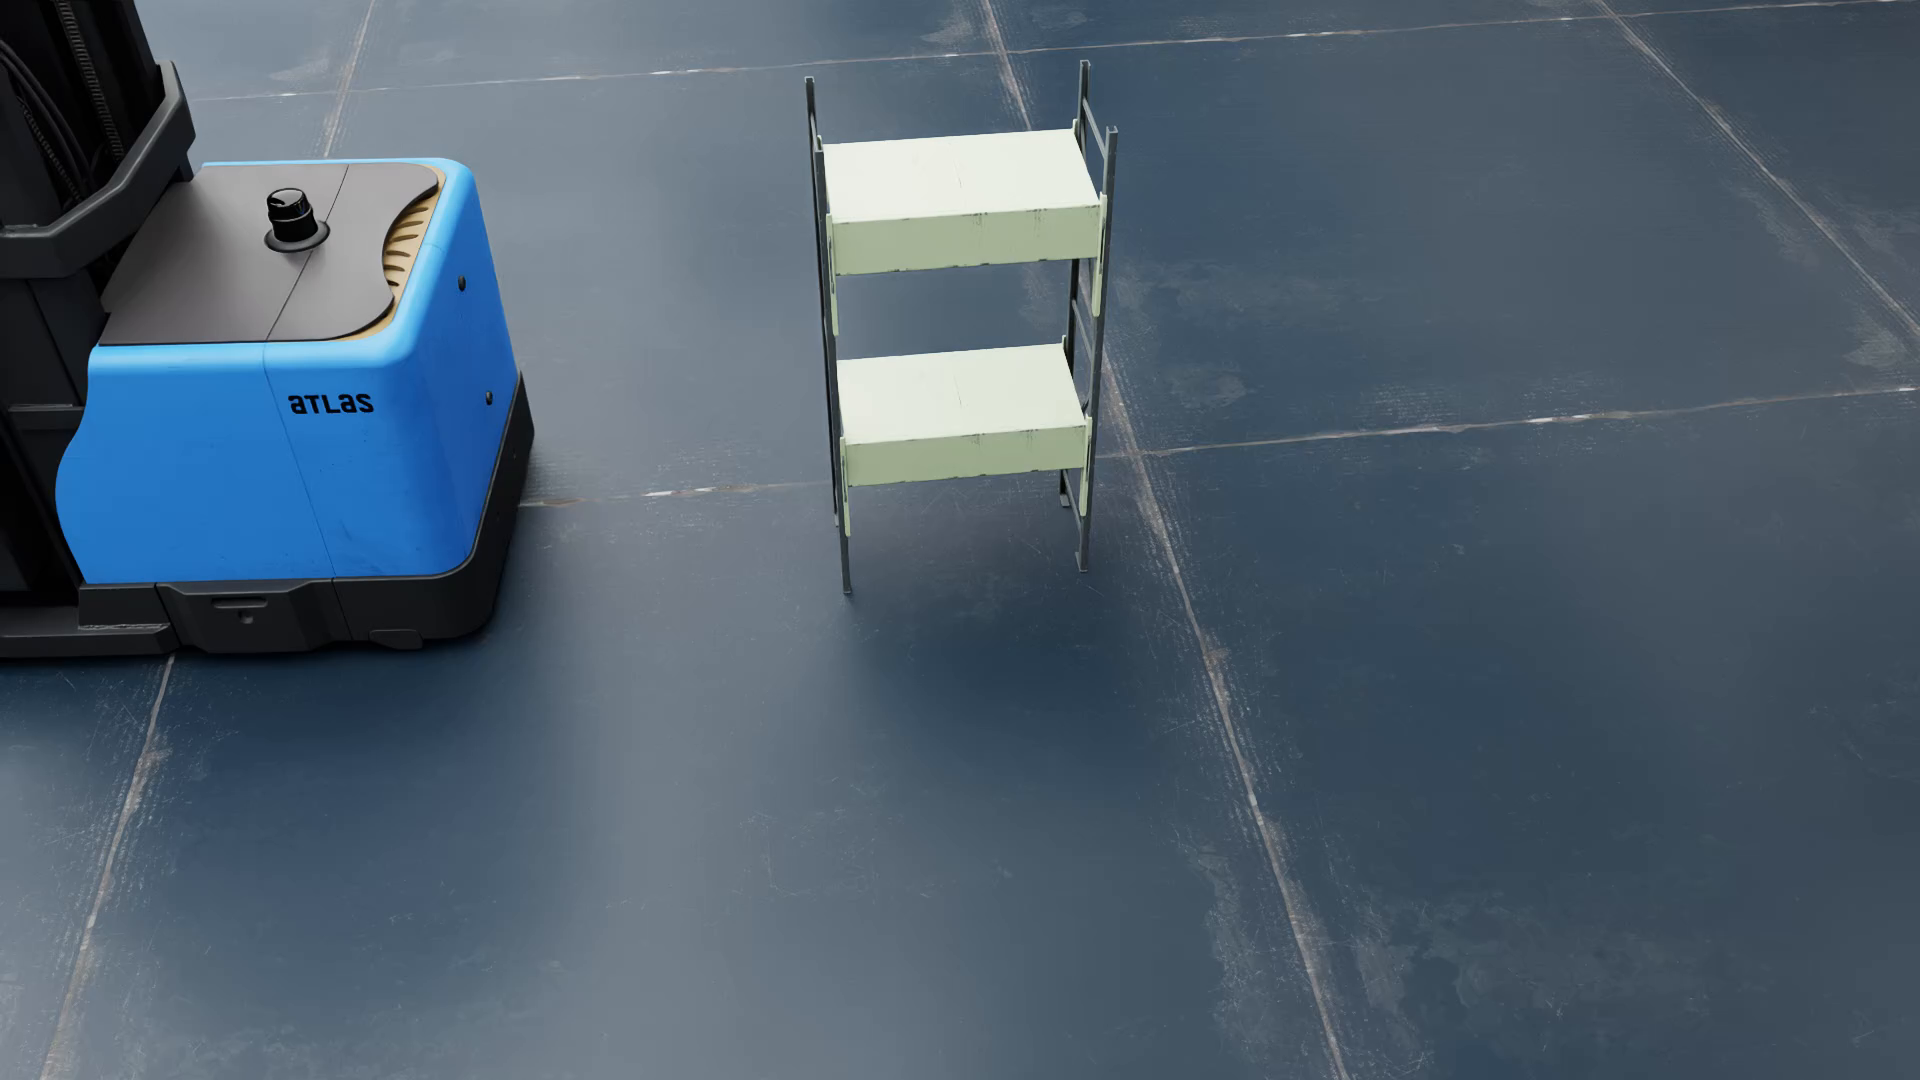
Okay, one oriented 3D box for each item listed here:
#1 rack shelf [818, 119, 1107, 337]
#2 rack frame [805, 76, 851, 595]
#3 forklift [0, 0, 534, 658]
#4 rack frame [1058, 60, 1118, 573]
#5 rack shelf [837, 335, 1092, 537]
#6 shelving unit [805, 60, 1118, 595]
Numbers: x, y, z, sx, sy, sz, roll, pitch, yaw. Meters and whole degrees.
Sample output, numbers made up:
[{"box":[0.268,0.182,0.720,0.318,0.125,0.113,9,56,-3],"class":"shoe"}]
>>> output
[{"box":[-0.007,-0.846,4.486,0.720,0.370,0.431,-5,42,-6],"class":"rack shelf"},{"box":[-0.370,-0.525,4.712,0.023,1.500,0.400,-5,42,-6],"class":"rack frame"},{"box":[-2.914,-1.065,4.242,3.031,2.935,1.130,-1,42,-2],"class":"forklift"},{"box":[0.356,-0.588,4.782,0.023,1.500,0.400,-5,42,-6],"class":"rack frame"},{"box":[-0.007,-0.314,4.965,0.720,0.370,0.431,-5,42,-6],"class":"rack shelf"},{"box":[-0.007,-0.556,4.747,0.755,1.500,0.431,-5,42,-6],"class":"shelving unit"}]
